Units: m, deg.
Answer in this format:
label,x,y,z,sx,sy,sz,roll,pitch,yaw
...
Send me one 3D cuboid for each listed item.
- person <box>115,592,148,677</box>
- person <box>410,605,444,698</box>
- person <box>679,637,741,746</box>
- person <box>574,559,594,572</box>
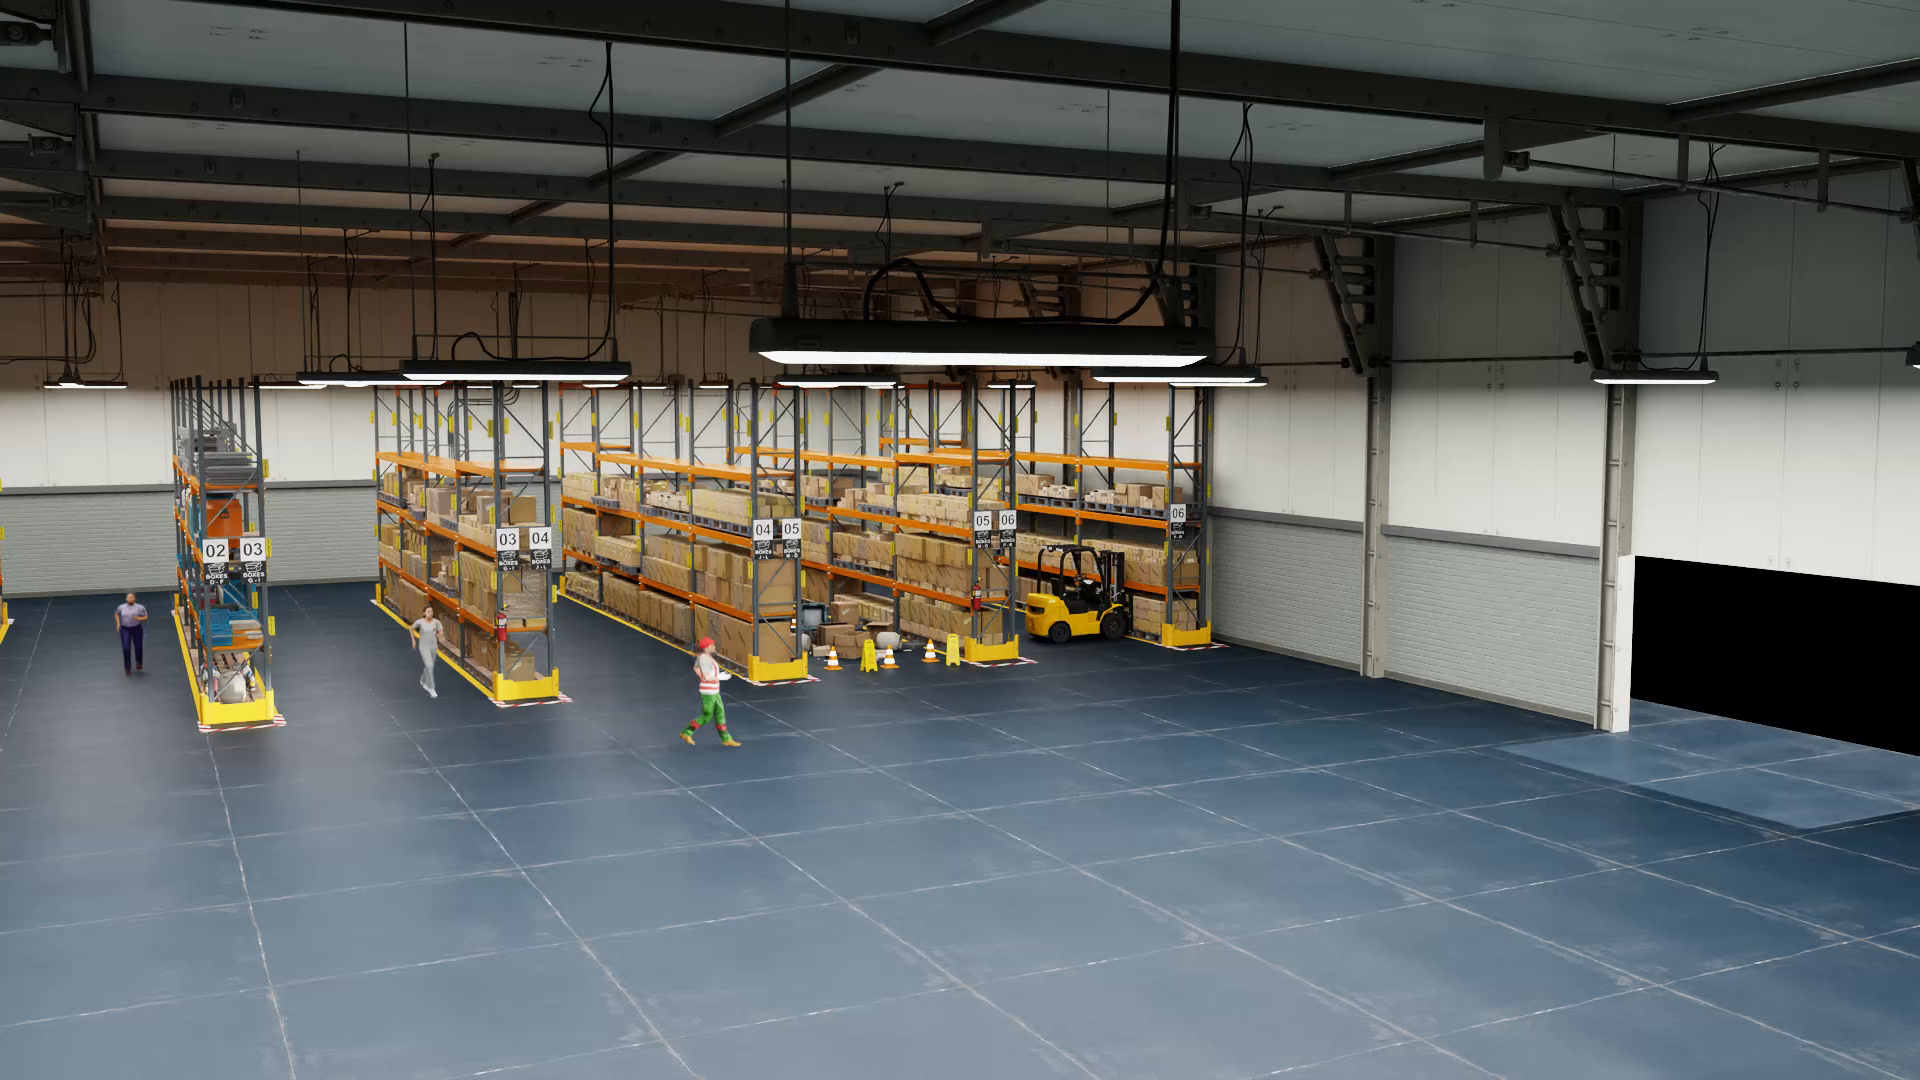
label,x,y,z,sx,sy,sz,roll,pitch,yaw
person,-16.806,1.884,33.757,0.598,1.660,0.918,-2,6,-25
person,-10.076,2.089,31.483,0.535,1.695,0.857,-4,7,-41
person,-4.000,2.439,26.560,0.985,1.776,0.654,0,5,-4
person,-11.111,0.497,48.923,0.943,1.767,0.757,2,5,20
